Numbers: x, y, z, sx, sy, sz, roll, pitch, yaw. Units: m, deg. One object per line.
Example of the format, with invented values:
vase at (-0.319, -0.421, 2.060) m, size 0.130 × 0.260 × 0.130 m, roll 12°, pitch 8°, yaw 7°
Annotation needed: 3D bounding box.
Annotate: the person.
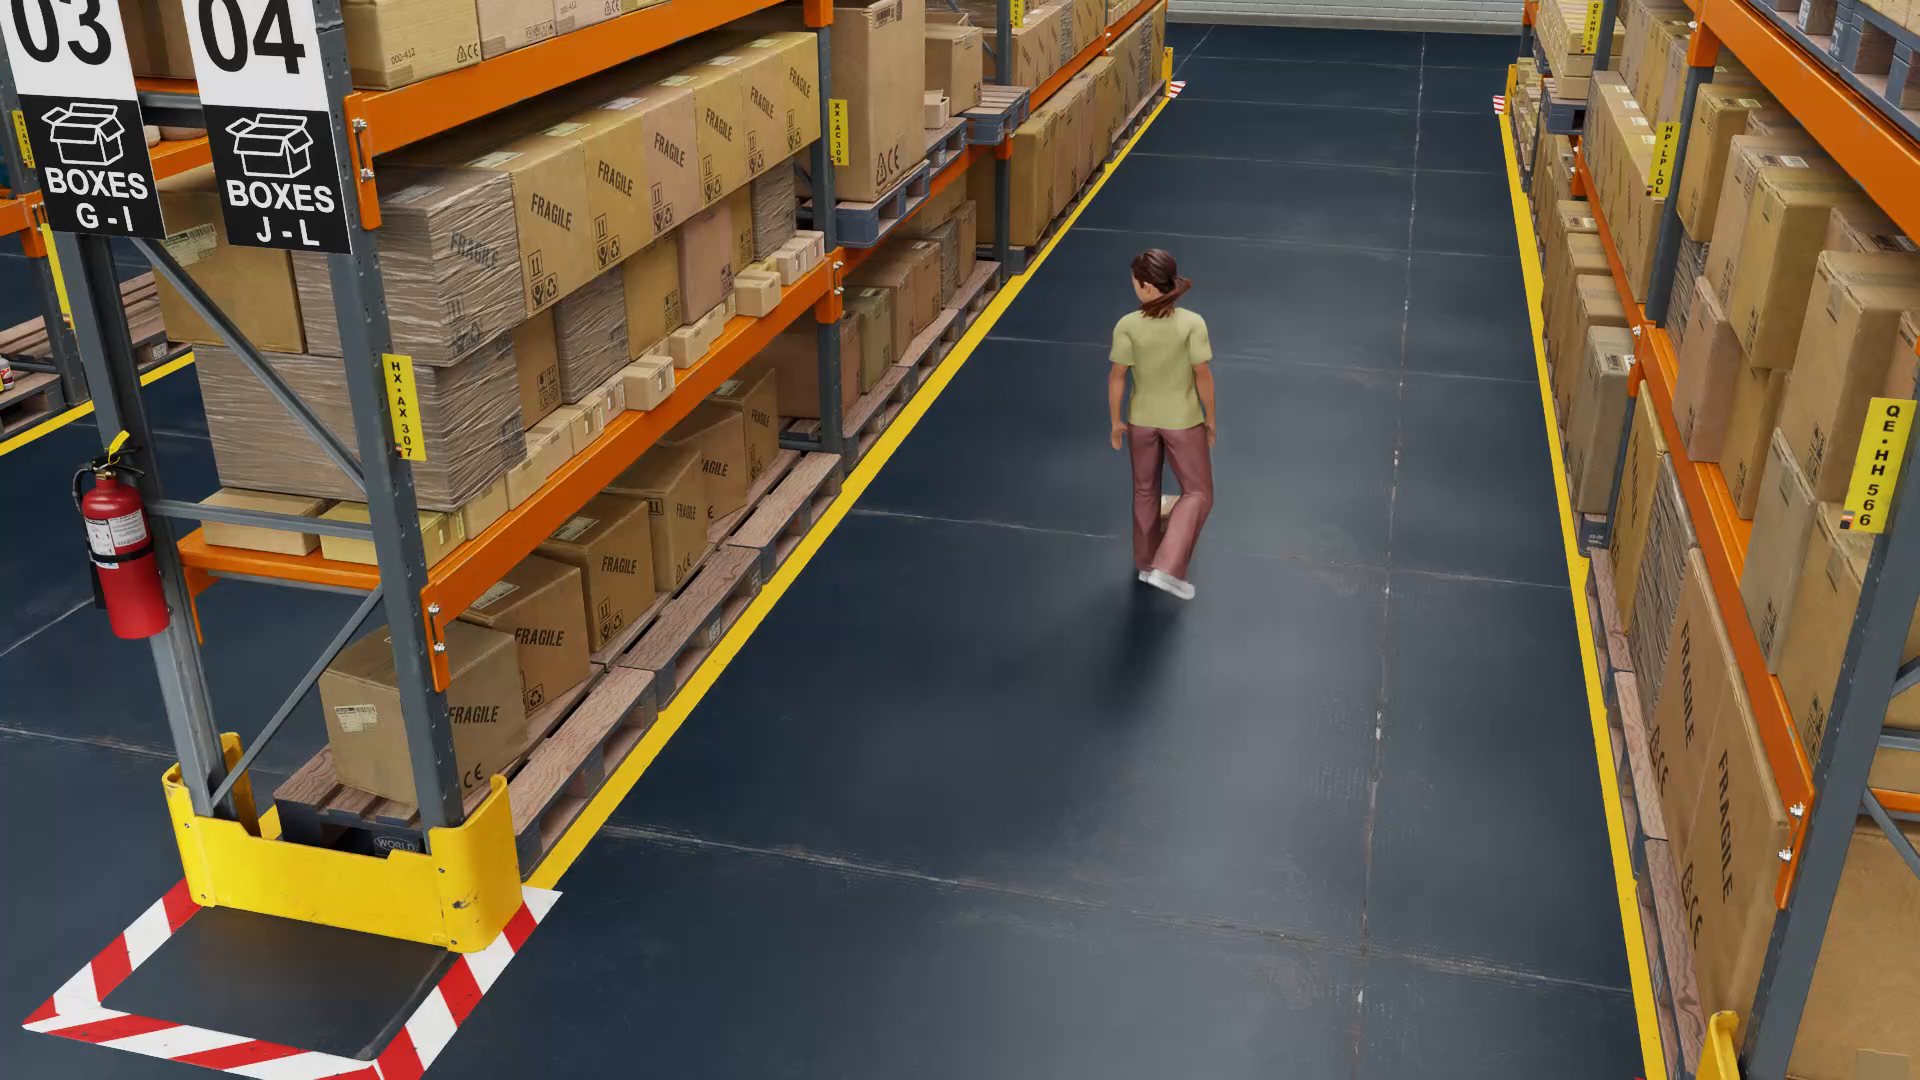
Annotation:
person at (0.935, -0.519, 7.670) m, size 0.490 × 1.672 × 0.690 m, roll 10°, pitch 27°, yaw 19°
